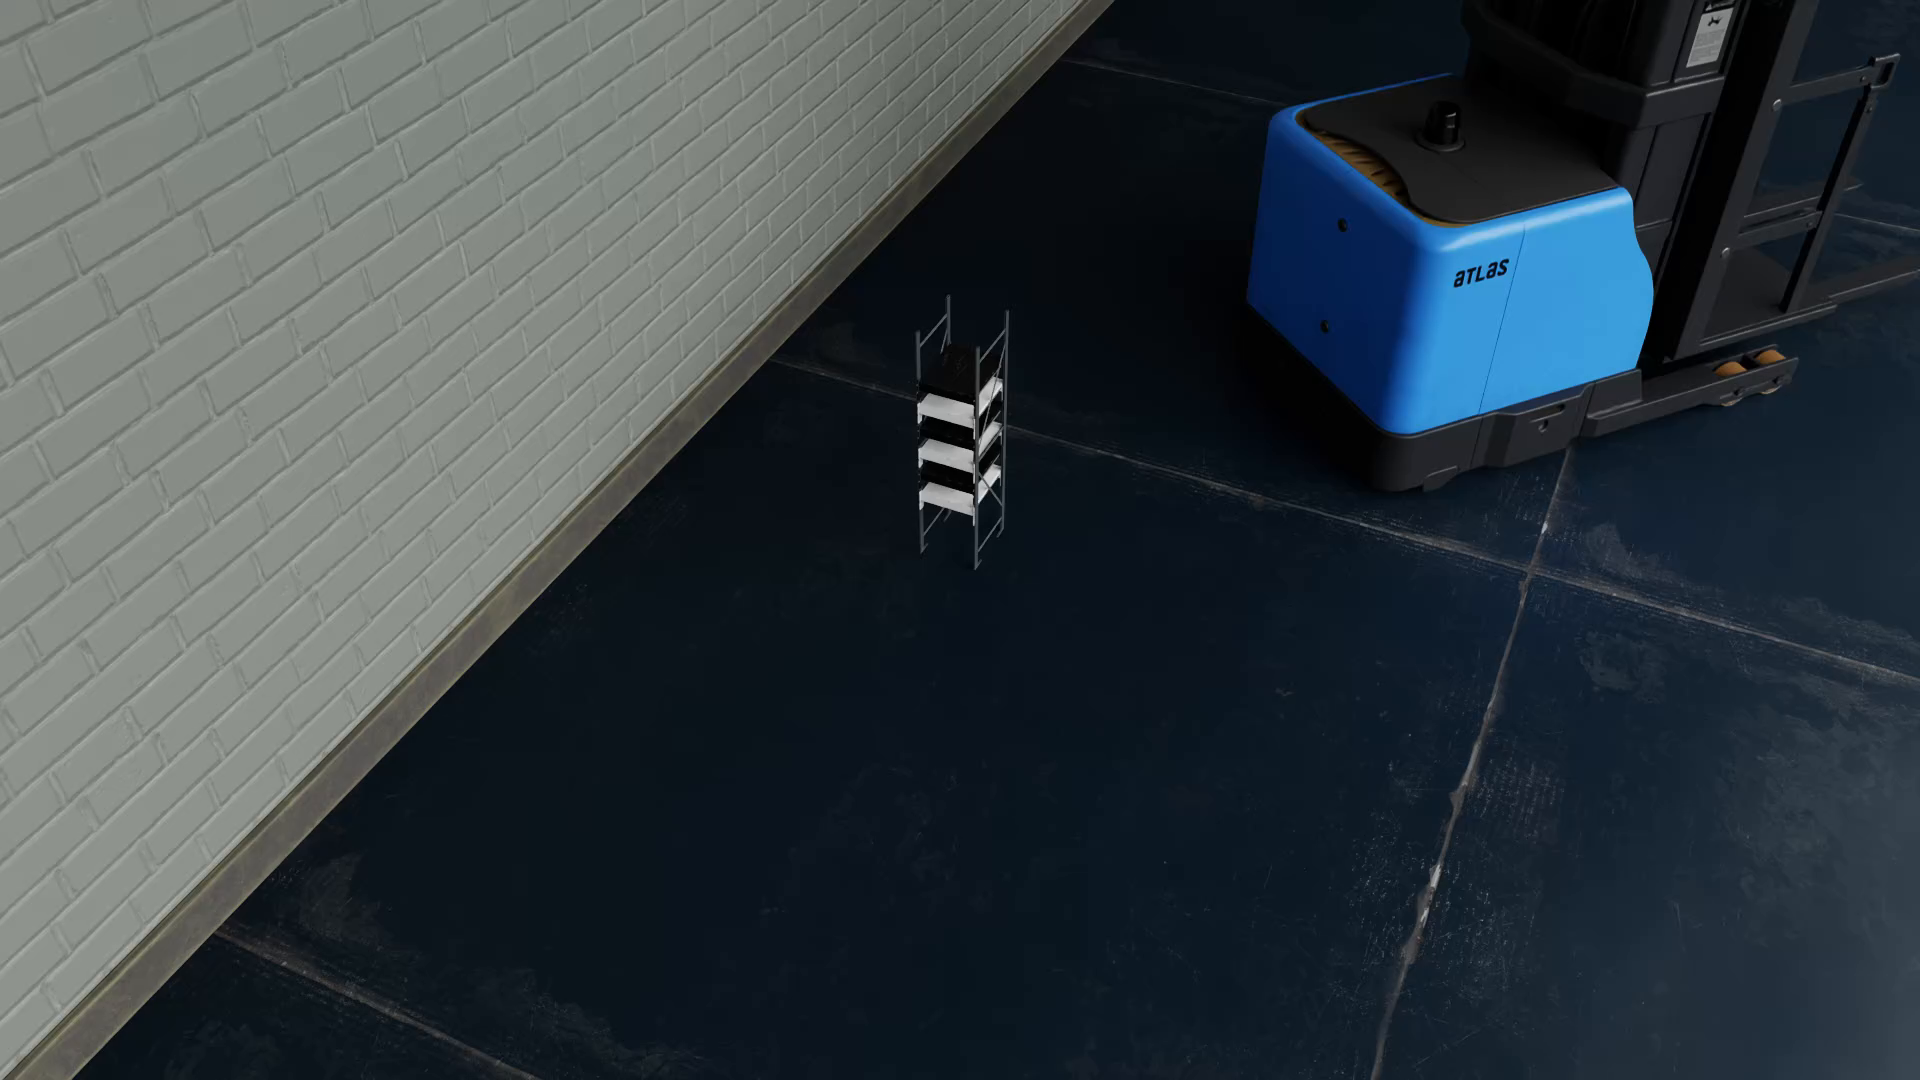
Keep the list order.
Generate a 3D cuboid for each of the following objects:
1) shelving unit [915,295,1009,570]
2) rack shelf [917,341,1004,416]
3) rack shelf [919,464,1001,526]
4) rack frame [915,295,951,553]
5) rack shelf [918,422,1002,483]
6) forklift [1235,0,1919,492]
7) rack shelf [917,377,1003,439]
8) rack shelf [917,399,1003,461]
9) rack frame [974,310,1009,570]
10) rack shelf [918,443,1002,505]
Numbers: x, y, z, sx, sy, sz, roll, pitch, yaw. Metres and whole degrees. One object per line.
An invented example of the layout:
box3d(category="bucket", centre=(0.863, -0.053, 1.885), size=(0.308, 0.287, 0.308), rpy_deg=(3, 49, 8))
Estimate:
box3d(category="shelving unit", centre=(0.007, -0.338, 5.453), size=(0.210, 0.900, 0.258), rpy_deg=(17, 44, 19))
box3d(category="rack shelf", centre=(0.007, -0.517, 5.298), size=(0.200, 0.077, 0.258), rpy_deg=(17, 44, 19))
box3d(category="rack shelf", centre=(0.007, -0.177, 5.592), size=(0.200, 0.077, 0.258), rpy_deg=(17, 44, 19))
box3d(category="rack frame", centre=(-0.085, -0.366, 5.485), size=(0.006, 0.900, 0.240), rpy_deg=(17, 44, 19))
box3d(category="rack shelf", centre=(0.007, -0.313, 5.474), size=(0.200, 0.077, 0.258), rpy_deg=(17, 44, 19))
box3d(category="forklift", centre=(2.639, -1.917, 5.724), size=(3.031, 2.935, 1.130), rpy_deg=(-16, 43, -18))
box3d(category="rack shelf", centre=(0.007, -0.449, 5.357), size=(0.200, 0.077, 0.258), rpy_deg=(17, 44, 19))
box3d(category="rack shelf", centre=(0.007, -0.381, 5.416), size=(0.200, 0.077, 0.258), rpy_deg=(17, 44, 19))
box3d(category="rack frame", centre=(0.099, -0.310, 5.420), size=(0.006, 0.900, 0.240), rpy_deg=(17, 44, 19))
box3d(category="rack shelf", centre=(0.007, -0.245, 5.533), size=(0.200, 0.077, 0.258), rpy_deg=(17, 44, 19))
